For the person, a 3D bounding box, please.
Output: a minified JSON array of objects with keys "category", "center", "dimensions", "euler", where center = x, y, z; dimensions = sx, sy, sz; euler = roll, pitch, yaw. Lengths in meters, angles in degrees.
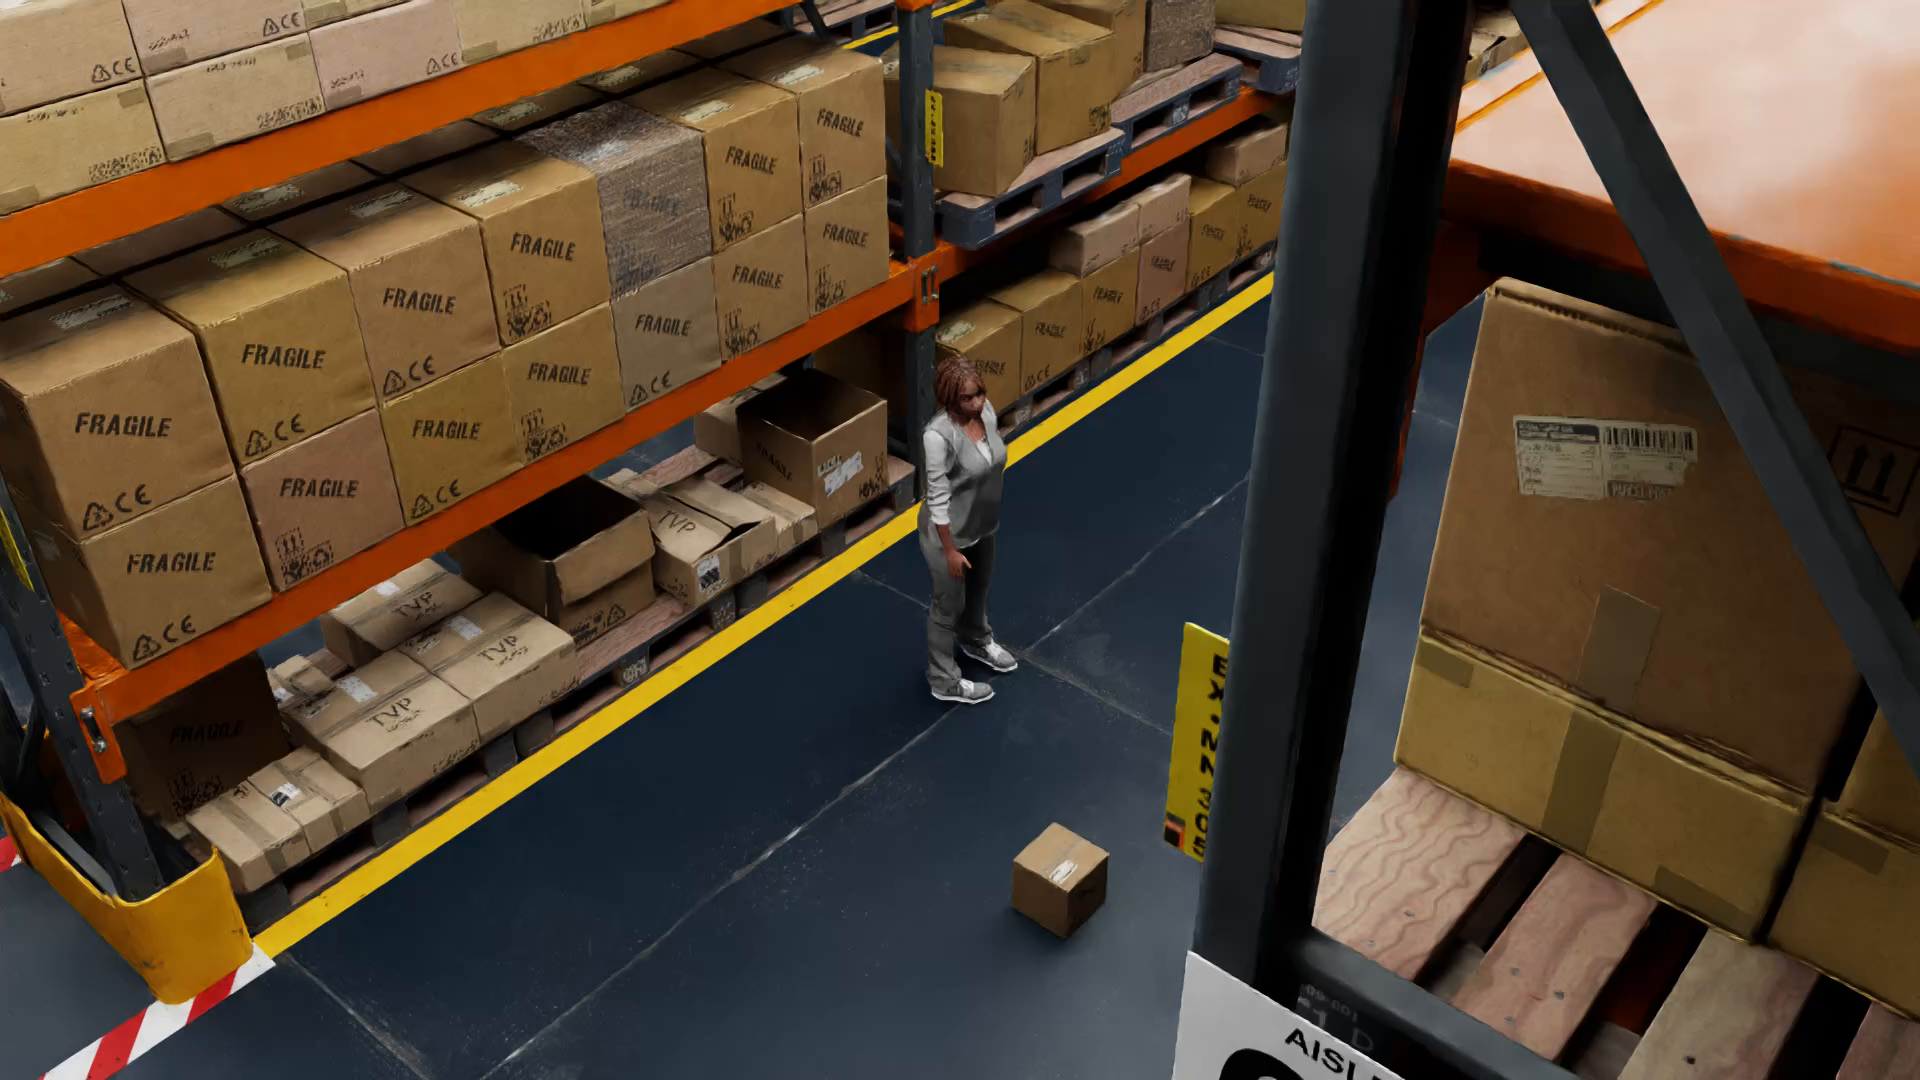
[{"category":"person","center":[0.029,-0.047,6.697],"dimensions":[0.341,1.600,0.447],"euler":[25,42,30]}]
